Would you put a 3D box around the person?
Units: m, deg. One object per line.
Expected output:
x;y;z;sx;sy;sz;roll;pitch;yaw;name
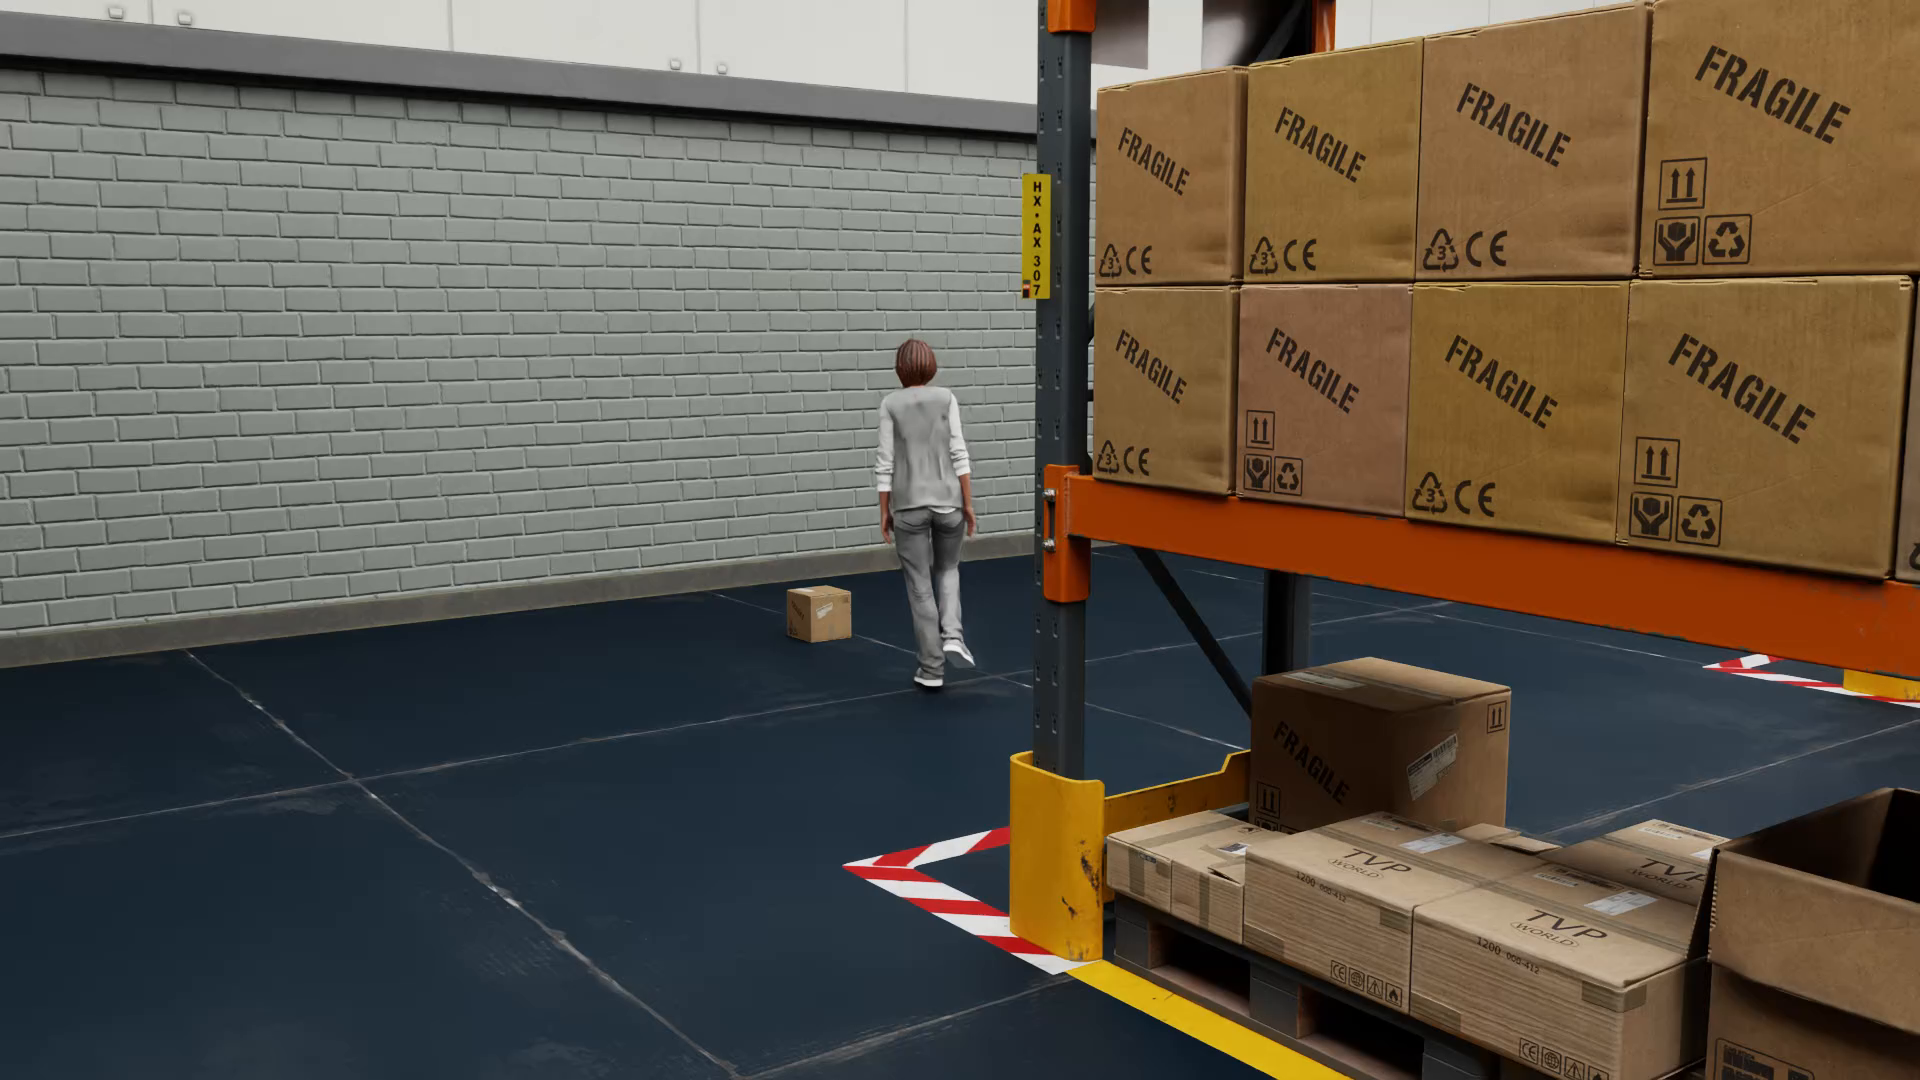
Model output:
-0.173;-0.129;7.658;0.445;1.584;0.459;-2;8;-14;person
